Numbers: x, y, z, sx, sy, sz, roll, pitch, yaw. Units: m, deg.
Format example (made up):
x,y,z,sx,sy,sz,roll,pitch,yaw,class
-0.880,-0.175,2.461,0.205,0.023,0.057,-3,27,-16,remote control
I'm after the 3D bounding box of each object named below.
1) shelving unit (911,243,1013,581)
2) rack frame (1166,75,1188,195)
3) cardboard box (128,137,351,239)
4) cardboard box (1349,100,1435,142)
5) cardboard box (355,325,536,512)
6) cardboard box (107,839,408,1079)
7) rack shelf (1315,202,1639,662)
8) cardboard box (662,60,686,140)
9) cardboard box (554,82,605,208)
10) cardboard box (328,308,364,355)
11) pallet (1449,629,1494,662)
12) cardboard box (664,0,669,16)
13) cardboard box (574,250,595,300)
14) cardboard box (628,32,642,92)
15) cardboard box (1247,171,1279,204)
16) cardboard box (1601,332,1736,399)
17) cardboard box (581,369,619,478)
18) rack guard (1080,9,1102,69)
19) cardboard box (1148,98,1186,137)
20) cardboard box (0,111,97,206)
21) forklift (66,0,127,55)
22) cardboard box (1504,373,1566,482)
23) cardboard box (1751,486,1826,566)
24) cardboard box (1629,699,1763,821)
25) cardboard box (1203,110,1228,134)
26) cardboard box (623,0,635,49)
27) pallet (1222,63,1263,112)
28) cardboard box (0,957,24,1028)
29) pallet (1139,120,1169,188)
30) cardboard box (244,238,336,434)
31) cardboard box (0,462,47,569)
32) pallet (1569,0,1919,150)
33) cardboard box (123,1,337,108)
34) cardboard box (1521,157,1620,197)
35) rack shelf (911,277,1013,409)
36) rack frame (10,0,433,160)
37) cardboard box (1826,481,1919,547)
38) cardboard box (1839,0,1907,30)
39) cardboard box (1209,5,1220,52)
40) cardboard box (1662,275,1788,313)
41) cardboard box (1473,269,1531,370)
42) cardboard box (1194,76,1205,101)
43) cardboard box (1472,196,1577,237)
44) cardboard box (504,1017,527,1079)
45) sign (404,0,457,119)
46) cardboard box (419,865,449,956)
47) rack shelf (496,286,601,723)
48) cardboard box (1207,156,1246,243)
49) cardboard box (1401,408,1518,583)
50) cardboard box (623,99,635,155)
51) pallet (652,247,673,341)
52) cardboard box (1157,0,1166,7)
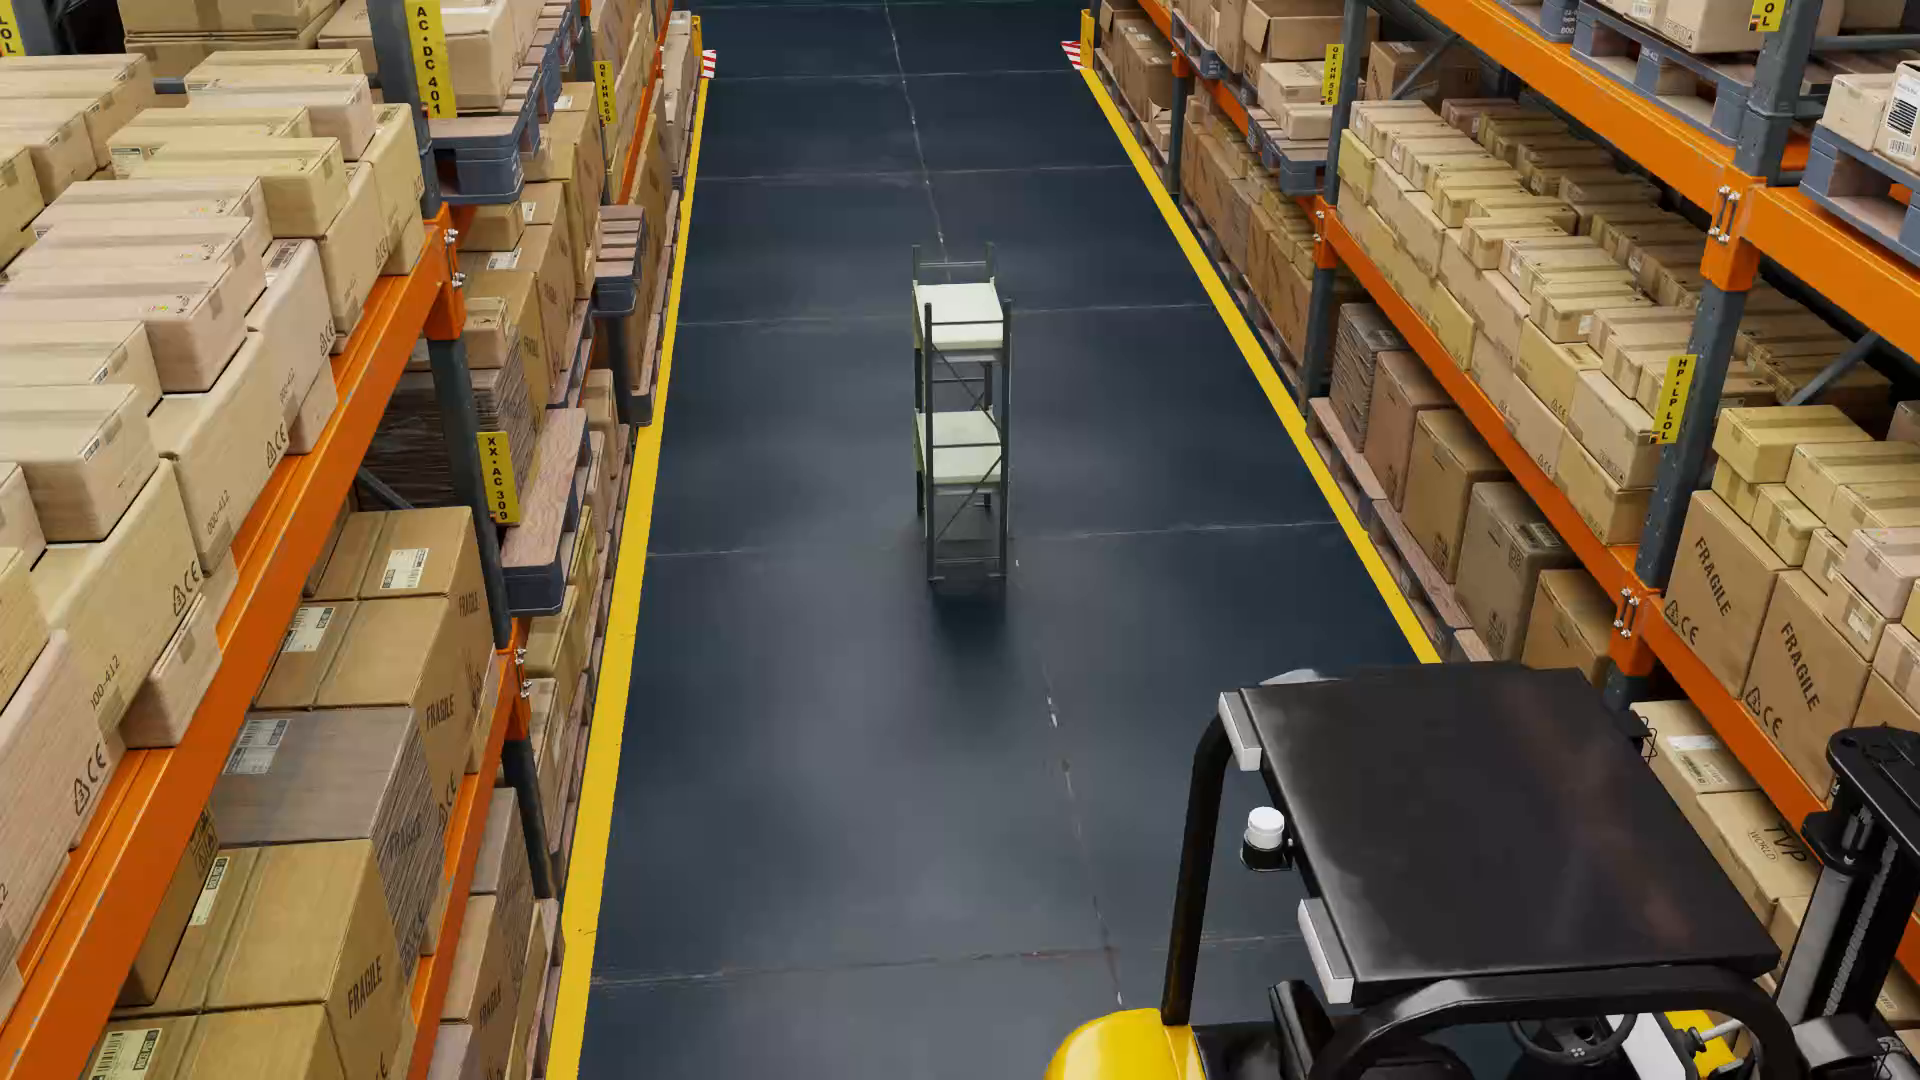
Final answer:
x,y,z,sx,sy,sz,roll,pitch,yaw,class
0.001,-0.640,8.360,0.431,1.500,0.755,-3,31,-5,shelving unit
2.178,-4.121,12.723,1.000,3.000,0.127,-3,31,-5,rack frame
-1.579,-0.775,3.664,0.380,0.149,0.250,-2,31,-3,cardboard box
2.288,-2.223,8.816,0.380,0.149,0.250,-2,31,-3,cardboard box
-1.775,-0.400,5.698,0.500,0.500,0.500,-2,31,-3,cardboard box
-1.567,1.036,3.702,0.500,0.500,0.500,-3,31,-6,cardboard box
2.738,-0.748,7.779,1.077,0.370,4.000,-3,31,-5,rack shelf
-2.800,-3.744,14.182,0.875,0.438,0.875,-4,31,-6,cardboard box
-2.071,-1.971,8.327,0.500,0.500,0.500,-4,31,-6,cardboard box
-1.699,-0.567,4.094,0.380,0.149,0.250,-2,31,-4,cardboard box
2.818,0.787,7.227,1.003,0.211,1.213,-3,31,-5,pallet
-2.590,-4.433,13.149,0.500,0.500,0.500,-3,31,-4,cardboard box
-1.905,-1.226,7.713,0.380,0.149,0.250,-2,31,-4,cardboard box
-2.307,-3.038,10.570,0.500,0.250,0.500,-2,31,-4,cardboard box
2.157,-2.382,11.209,0.380,0.149,0.250,-4,31,-7,cardboard box
2.630,-0.652,6.187,0.380,0.149,0.250,-3,31,-5,cardboard box
-2.347,-0.602,8.986,0.950,0.372,0.625,-5,31,-8,cardboard box
1.811,-5.051,16.719,1.175,0.500,0.348,-3,31,-5,rack guard
1.800,-3.580,14.075,0.396,0.266,0.258,-2,31,-3,cardboard box
-2.243,-0.876,3.833,0.380,0.149,0.250,-4,31,-6,cardboard box
-5.020,-1.853,8.994,1.130,2.935,3.031,-2,31,-3,forklift
2.565,-0.473,6.763,0.500,0.250,0.500,-3,31,-5,cardboard box
2.719,-0.050,5.179,0.380,0.149,0.250,-2,31,-3,cardboard box
2.658,0.797,5.788,0.500,0.250,0.500,-3,31,-5,cardboard box
2.049,-3.173,12.532,0.380,0.149,0.250,-4,31,-6,cardboard box
-2.325,-3.350,10.360,0.500,0.500,0.500,-2,31,-4,cardboard box
2.365,-2.989,11.016,1.003,0.211,1.213,-3,31,-5,pallet
-1.455,0.614,2.116,0.380,0.149,0.250,-2,31,-3,cardboard box
2.115,-3.274,14.026,1.003,0.211,1.213,-3,31,-5,pallet
-1.626,-0.416,3.452,0.500,0.250,0.500,-3,31,-5,cardboard box
-1.542,0.020,2.333,0.380,0.149,0.250,-3,31,-5,cardboard box
2.830,-1.692,5.918,0.805,0.209,1.217,-4,31,-7,pallet
-2.215,-1.491,5.133,0.500,0.250,0.500,-3,31,-6,cardboard box
2.922,-1.721,7.976,0.380,0.149,0.250,-3,31,-5,cardboard box
0.001,-0.976,8.160,0.431,0.370,0.720,-3,31,-5,rack shelf
-2.016,-2.372,3.946,1.000,3.000,0.127,-3,31,-5,rack frame
2.807,-0.049,4.887,0.380,0.149,0.250,-3,31,-6,cardboard box
3.041,-1.882,5.789,0.380,0.149,0.250,-3,31,-5,cardboard box
1.926,-3.515,11.432,0.396,0.266,0.258,-1,31,-2,cardboard box
3.066,-0.944,6.675,0.380,0.149,0.250,-3,31,-5,cardboard box
2.528,-0.948,7.071,0.500,0.250,0.500,-2,31,-4,cardboard box
2.007,-3.441,12.691,0.380,0.149,0.250,-3,31,-5,cardboard box
2.540,-1.436,7.499,0.380,0.149,0.250,-3,31,-5,cardboard box
-1.634,1.764,5.143,0.500,0.250,0.500,-4,31,-6,cardboard box
-1.477,-1.336,4.632,0.100,0.325,0.005,-3,31,-5,sign
-1.585,0.979,4.430,0.380,0.149,0.250,-3,31,-5,cardboard box
-2.203,-0.509,7.378,1.077,0.370,4.000,-3,31,-5,rack shelf
2.101,-2.444,11.944,0.500,0.500,0.500,-4,31,-6,cardboard box
2.728,-0.243,8.138,0.875,0.625,0.625,-4,31,-7,cardboard box
-2.294,-2.566,10.266,0.500,0.250,0.500,-2,31,-3,cardboard box
-2.500,-1.669,11.338,1.003,0.211,1.213,-3,31,-5,pallet
1.802,-4.427,13.481,0.380,0.149,0.250,-2,31,-3,cardboard box
